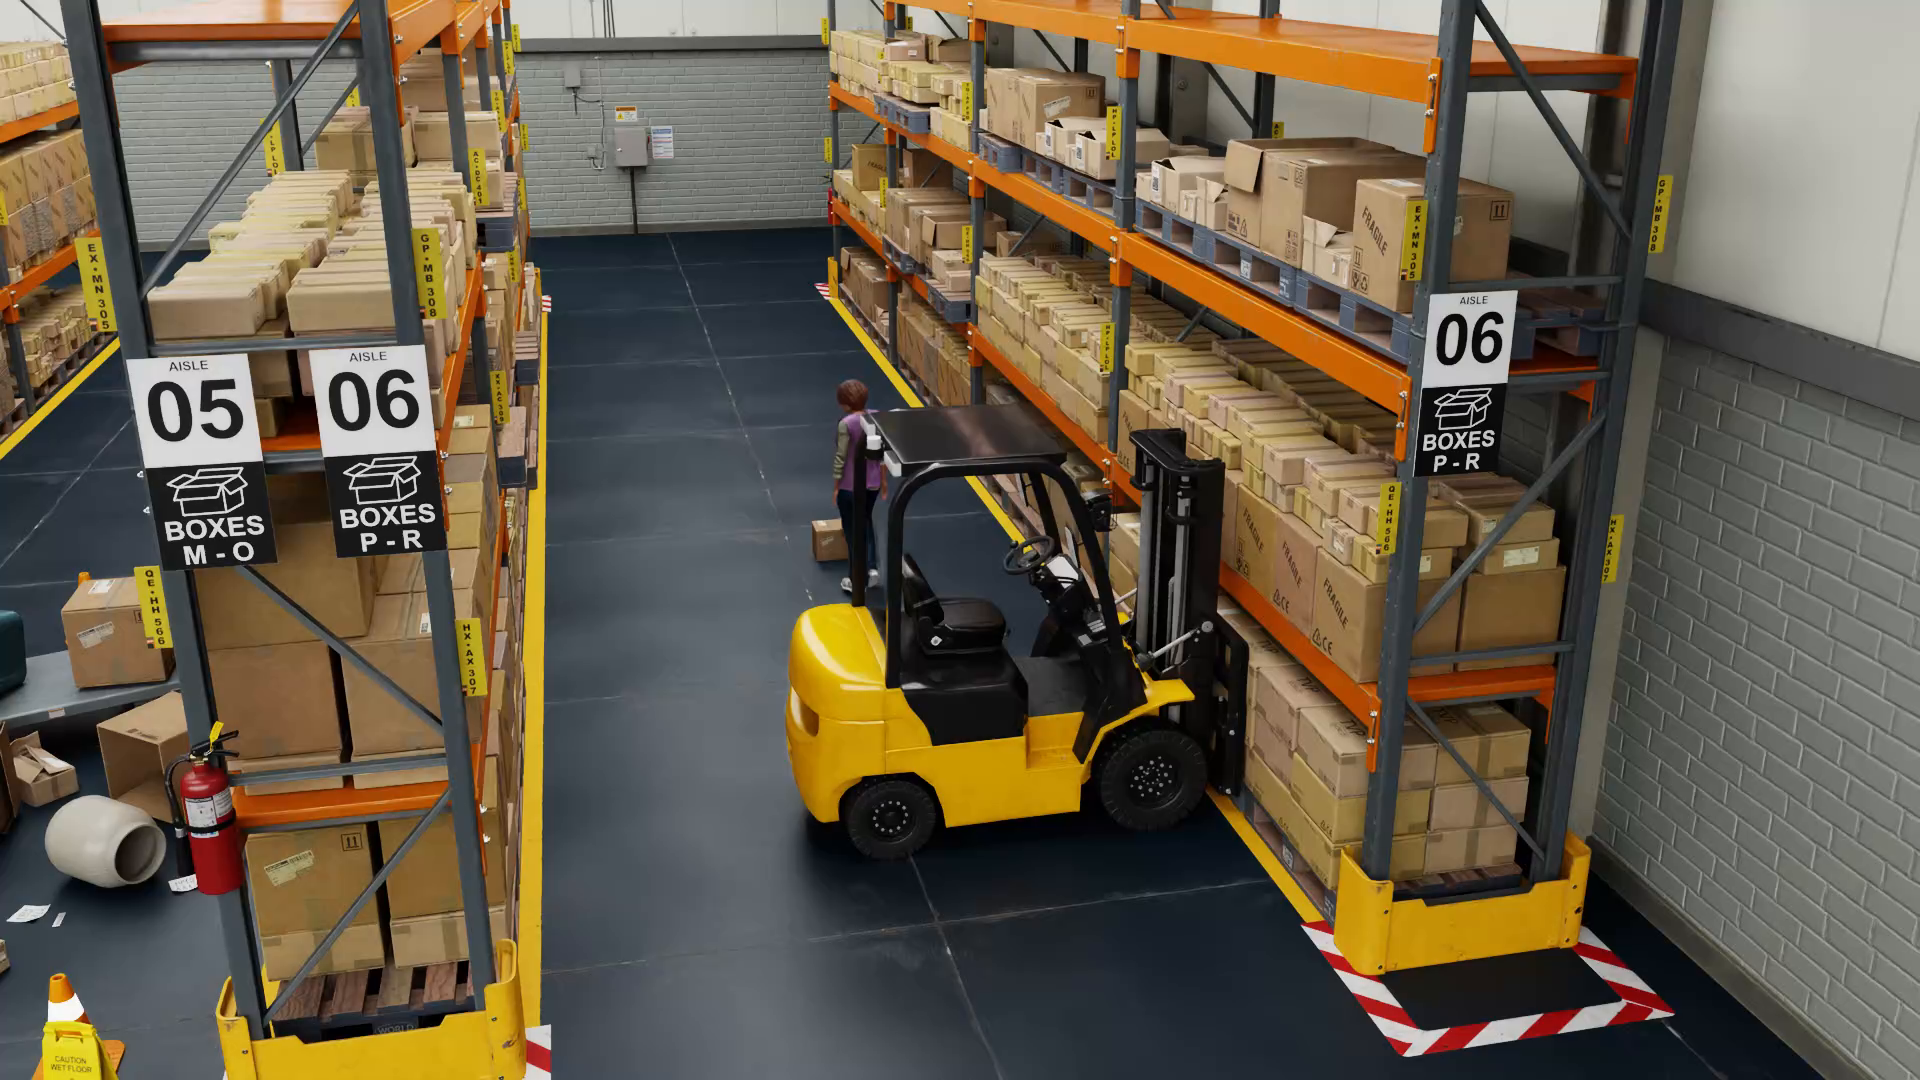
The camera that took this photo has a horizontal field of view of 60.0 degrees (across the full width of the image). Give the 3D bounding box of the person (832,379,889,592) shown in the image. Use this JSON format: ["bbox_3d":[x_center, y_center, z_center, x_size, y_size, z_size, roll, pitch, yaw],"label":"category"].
[{"bbox_3d":[-0.761,-0.368,12.110,0.440,1.643,0.363,-16,25,-37],"label":"person"}]
